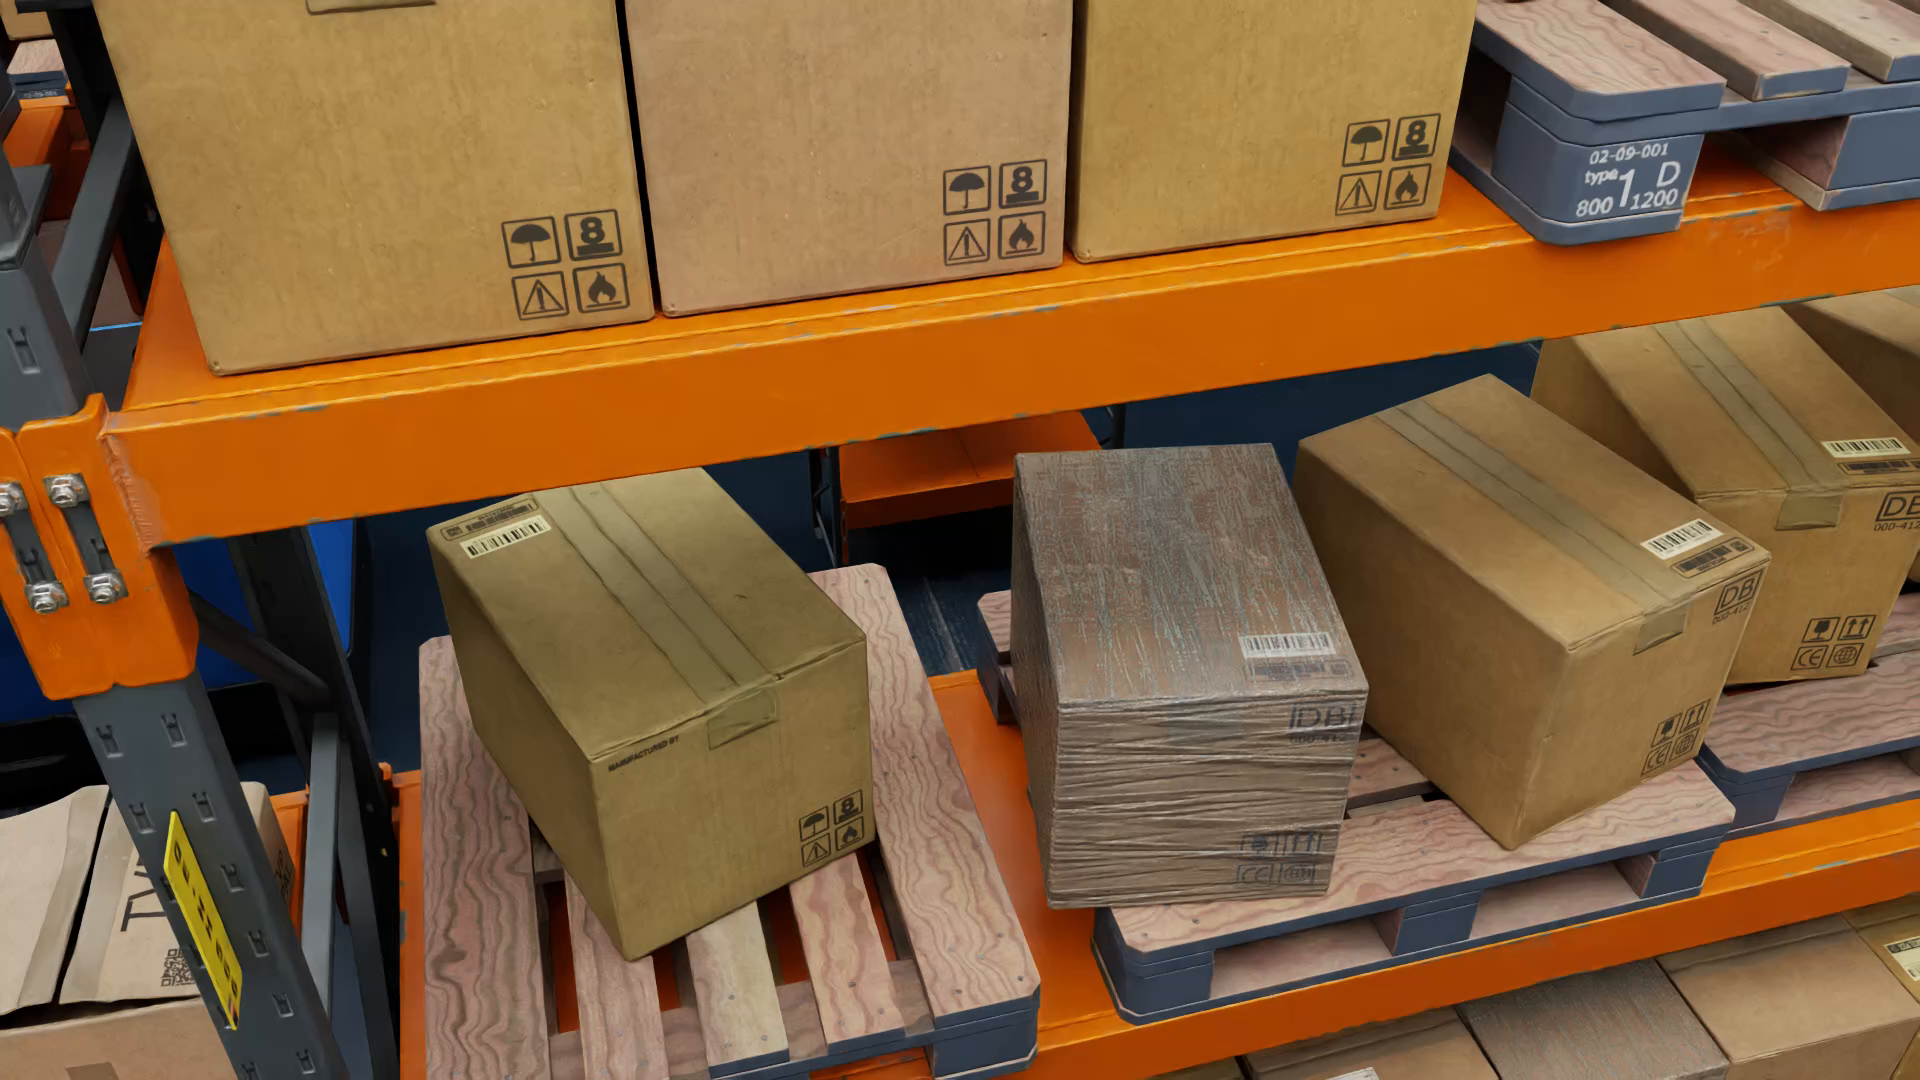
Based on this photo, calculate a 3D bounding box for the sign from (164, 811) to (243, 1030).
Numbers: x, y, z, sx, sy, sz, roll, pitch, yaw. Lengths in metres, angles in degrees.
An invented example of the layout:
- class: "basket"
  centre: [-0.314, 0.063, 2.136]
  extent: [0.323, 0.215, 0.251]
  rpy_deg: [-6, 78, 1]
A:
- class: "sign"
  centre: [-0.986, 0.501, 2.173]
  extent: [0.005, 0.325, 0.100]
  rpy_deg: [-9, 38, -12]

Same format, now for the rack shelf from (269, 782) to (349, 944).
- class: "rack shelf"
  centre: [-3.065, 1.239, 2.754]
  extent: [4.000, 0.370, 1.077]
  rpy_deg: [-9, 38, -12]

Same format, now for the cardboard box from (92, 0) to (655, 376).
- class: "cardboard box"
  centre: [-0.721, -0.684, 2.124]
  extent: [0.500, 0.500, 0.910]
  rpy_deg: [-9, 38, -12]

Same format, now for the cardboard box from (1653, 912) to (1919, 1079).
- class: "cardboard box"
  centre: [1.847, 1.140, 3.986]
  extent: [0.500, 0.500, 0.500]
  rpy_deg: [-9, 38, -12]

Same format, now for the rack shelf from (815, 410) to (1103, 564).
- class: "rack shelf"
  centre: [0.007, -0.254, 6.058]
  extent: [1.000, 0.278, 0.538]
  rpy_deg: [-9, 38, -12]

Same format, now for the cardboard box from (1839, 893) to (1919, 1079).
- class: "cardboard box"
  centre: [2.326, 1.067, 4.082]
  extent: [0.500, 0.500, 0.500]
  rpy_deg: [-10, 38, -12]

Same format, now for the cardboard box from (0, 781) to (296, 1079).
- class: "cardboard box"
  centre: [-1.496, 0.704, 2.935]
  extent: [0.500, 0.311, 0.500]
  rpy_deg: [-7, 38, -9]

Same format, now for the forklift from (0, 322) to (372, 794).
- class: "forklift"
  centre: [-3.506, -0.585, 4.603]
  extent: [3.031, 2.935, 1.130]
  rpy_deg: [-9, 38, -12]

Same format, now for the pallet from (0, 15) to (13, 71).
- class: "pallet"
  centre: [-4.329, -1.855, 6.364]
  extent: [1.213, 0.211, 1.003]
  rpy_deg: [-9, 38, -12]

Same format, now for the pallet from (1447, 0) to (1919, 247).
- class: "pallet"
  centre: [1.080, -0.886, 2.625]
  extent: [1.003, 0.211, 1.213]
  rpy_deg: [-9, 38, -12]

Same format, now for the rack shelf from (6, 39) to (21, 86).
- class: "rack shelf"
  centre: [-4.360, -1.666, 6.552]
  extent: [4.000, 0.370, 1.077]
  rpy_deg: [-9, 38, -12]

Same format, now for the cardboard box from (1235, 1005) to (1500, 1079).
- class: "cardboard box"
  centre: [0.872, 1.301, 3.775]
  extent: [0.500, 0.500, 0.500]
  rpy_deg: [-11, 39, -13]

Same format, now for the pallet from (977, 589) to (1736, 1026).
- class: "pallet"
  centre: [0.742, 0.402, 3.414]
  extent: [1.213, 0.211, 1.003]
  rpy_deg: [-9, 38, -12]

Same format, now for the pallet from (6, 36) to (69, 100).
- class: "pallet"
  centre: [-3.089, -2.017, 6.576]
  extent: [1.003, 0.211, 1.213]
  rpy_deg: [-9, 38, -12]

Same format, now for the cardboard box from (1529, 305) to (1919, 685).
- class: "cardboard box"
  centre: [1.565, -0.114, 3.502]
  extent: [0.500, 0.500, 0.700]
  rpy_deg: [-4, 38, -5]

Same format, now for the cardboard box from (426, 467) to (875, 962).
- class: "cardboard box"
  centre: [-0.555, 0.264, 3.008]
  extent: [0.500, 0.500, 0.700]
  rpy_deg: [-23, 43, -27]

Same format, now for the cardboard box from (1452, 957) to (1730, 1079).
- class: "cardboard box"
  centre: [1.363, 1.220, 3.882]
  extent: [0.500, 0.500, 0.500]
  rpy_deg: [-9, 38, -11]

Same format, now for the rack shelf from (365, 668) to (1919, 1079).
- class: "rack shelf"
  centre: [0.797, 0.605, 3.582]
  extent: [4.000, 0.370, 1.077]
  rpy_deg: [-9, 38, -12]

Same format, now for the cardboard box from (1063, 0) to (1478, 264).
- class: "cardboard box"
  centre: [0.273, -0.847, 2.337]
  extent: [0.500, 0.500, 0.910]
  rpy_deg: [-9, 38, -12]

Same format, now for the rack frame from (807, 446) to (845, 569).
- class: "rack frame"
  centre: [-0.484, -0.367, 5.804]
  extent: [0.032, 1.125, 0.500]
  rpy_deg: [-9, 38, -12]

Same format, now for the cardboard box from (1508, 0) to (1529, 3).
- class: "cardboard box"
  centre: [0.935, -1.186, 2.352]
  extent: [0.600, 0.600, 0.600]
  rpy_deg: [-11, 39, -14]

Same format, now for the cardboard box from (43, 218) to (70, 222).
- class: "cardboard box"
  centre: [-3.677, -1.550, 6.886]
  extent: [0.500, 0.250, 0.500]
  rpy_deg: [-9, 38, -11]

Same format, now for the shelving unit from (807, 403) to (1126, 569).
- class: "shelving unit"
  centre: [0.007, -0.448, 5.910]
  extent: [1.048, 1.125, 0.538]
  rpy_deg: [-9, 38, -12]

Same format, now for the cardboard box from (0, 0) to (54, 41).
- class: "cardboard box"
  centre: [-3.413, -2.299, 6.342]
  extent: [0.500, 0.500, 0.700]
  rpy_deg: [-13, 39, -16]

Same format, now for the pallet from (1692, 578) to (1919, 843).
- class: "pallet"
  centre: [1.928, 0.141, 3.754]
  extent: [1.213, 0.211, 1.003]
  rpy_deg: [-9, 38, -12]

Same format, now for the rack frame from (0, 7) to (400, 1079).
- class: "rack frame"
  centre: [-1.134, 0.636, 2.949]
  extent: [0.127, 3.000, 1.000]
  rpy_deg: [-9, 38, -12]

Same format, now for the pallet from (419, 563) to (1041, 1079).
- class: "pallet"
  centre: [-0.498, 0.564, 3.202]
  extent: [1.003, 0.211, 1.213]
  rpy_deg: [-9, 38, -12]

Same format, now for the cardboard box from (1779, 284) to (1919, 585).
- class: "cardboard box"
  centre: [2.212, -0.260, 3.693]
  extent: [0.500, 0.500, 0.700]
  rpy_deg: [-23, 43, -27]

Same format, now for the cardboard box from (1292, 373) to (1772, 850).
- class: "cardboard box"
  centre: [1.038, 0.112, 3.207]
  extent: [0.500, 0.500, 0.700]
  rpy_deg: [-19, 41, -23]

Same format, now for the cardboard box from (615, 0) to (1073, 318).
- class: "cardboard box"
  centre: [-0.229, -0.765, 2.230]
  extent: [0.500, 0.500, 0.910]
  rpy_deg: [-9, 38, -12]

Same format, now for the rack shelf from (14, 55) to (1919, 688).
- class: "rack shelf"
  centre: [0.797, -0.586, 2.671]
  extent: [4.000, 0.370, 1.077]
  rpy_deg: [-9, 38, -12]

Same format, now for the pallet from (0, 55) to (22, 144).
- class: "pallet"
  centre: [-1.766, -0.320, 1.886]
  extent: [1.003, 0.211, 1.213]
  rpy_deg: [-8, 38, -10]

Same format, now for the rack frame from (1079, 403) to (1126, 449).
- class: "rack frame"
  centre: [0.497, -0.528, 6.015]
  extent: [0.032, 1.125, 0.500]
  rpy_deg: [-9, 38, -12]

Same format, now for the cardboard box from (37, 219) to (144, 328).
- class: "cardboard box"
  centre: [-3.638, -1.293, 7.166]
  extent: [0.500, 0.500, 0.700]
  rpy_deg: [-9, 38, -12]

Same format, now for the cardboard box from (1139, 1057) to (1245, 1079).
- class: "cardboard box"
  centre: [0.370, 1.387, 3.663]
  extent: [0.500, 0.500, 0.500]
  rpy_deg: [-10, 38, -13]

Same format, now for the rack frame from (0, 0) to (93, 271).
- class: "rack frame"
  centre: [-1.134, -1.747, 1.127]
  extent: [0.127, 3.000, 1.000]
  rpy_deg: [-9, 38, -12]

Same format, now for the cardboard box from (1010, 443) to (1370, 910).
- class: "cardboard box"
  centre: [0.378, 0.231, 3.051]
  extent: [0.500, 0.500, 0.700]
  rpy_deg: [-3, 37, -3]

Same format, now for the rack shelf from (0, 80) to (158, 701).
- class: "rack shelf"
  centre: [-3.065, 0.047, 1.843]
  extent: [4.000, 0.370, 1.077]
  rpy_deg: [-9, 38, -12]
